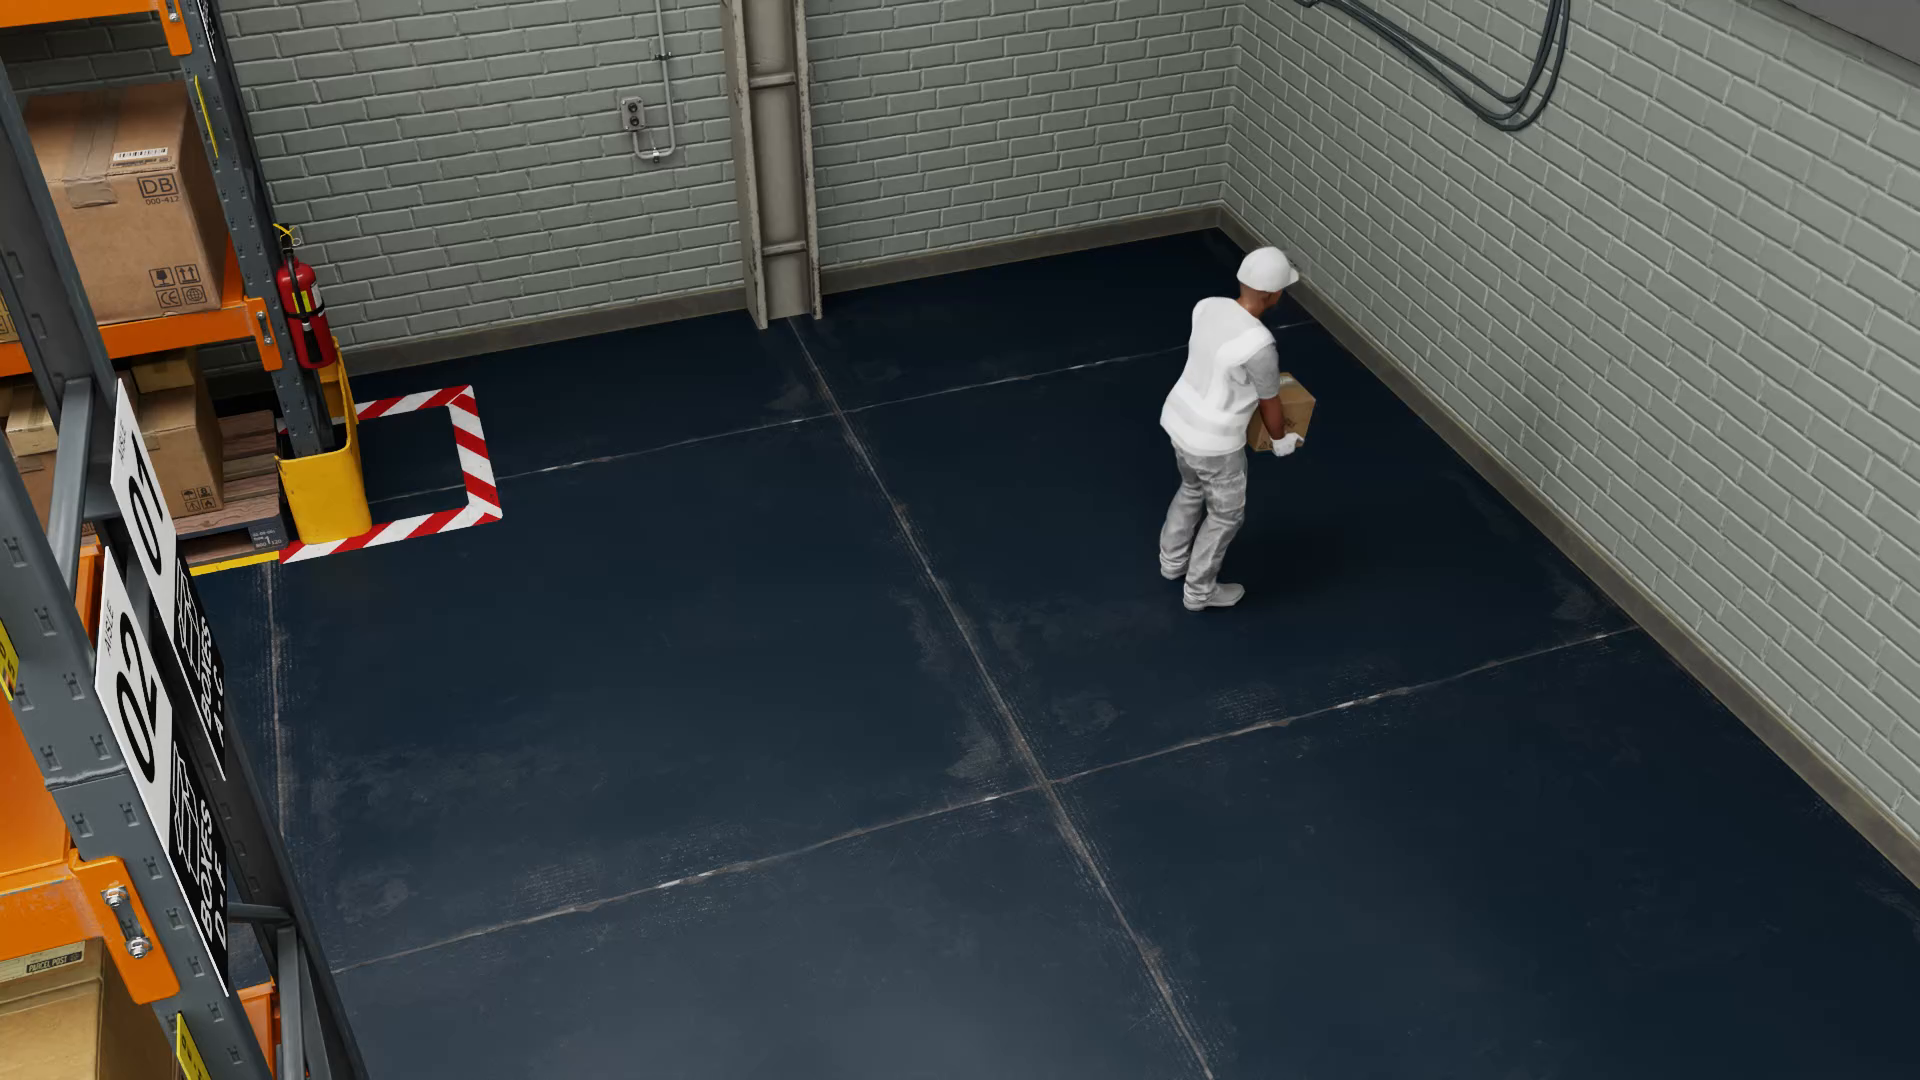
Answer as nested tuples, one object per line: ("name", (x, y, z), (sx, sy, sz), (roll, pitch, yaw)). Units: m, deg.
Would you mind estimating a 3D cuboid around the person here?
("person", (1.207, -0.504, 7.459), (0.611, 1.744, 0.488), (-13, 39, -17))
